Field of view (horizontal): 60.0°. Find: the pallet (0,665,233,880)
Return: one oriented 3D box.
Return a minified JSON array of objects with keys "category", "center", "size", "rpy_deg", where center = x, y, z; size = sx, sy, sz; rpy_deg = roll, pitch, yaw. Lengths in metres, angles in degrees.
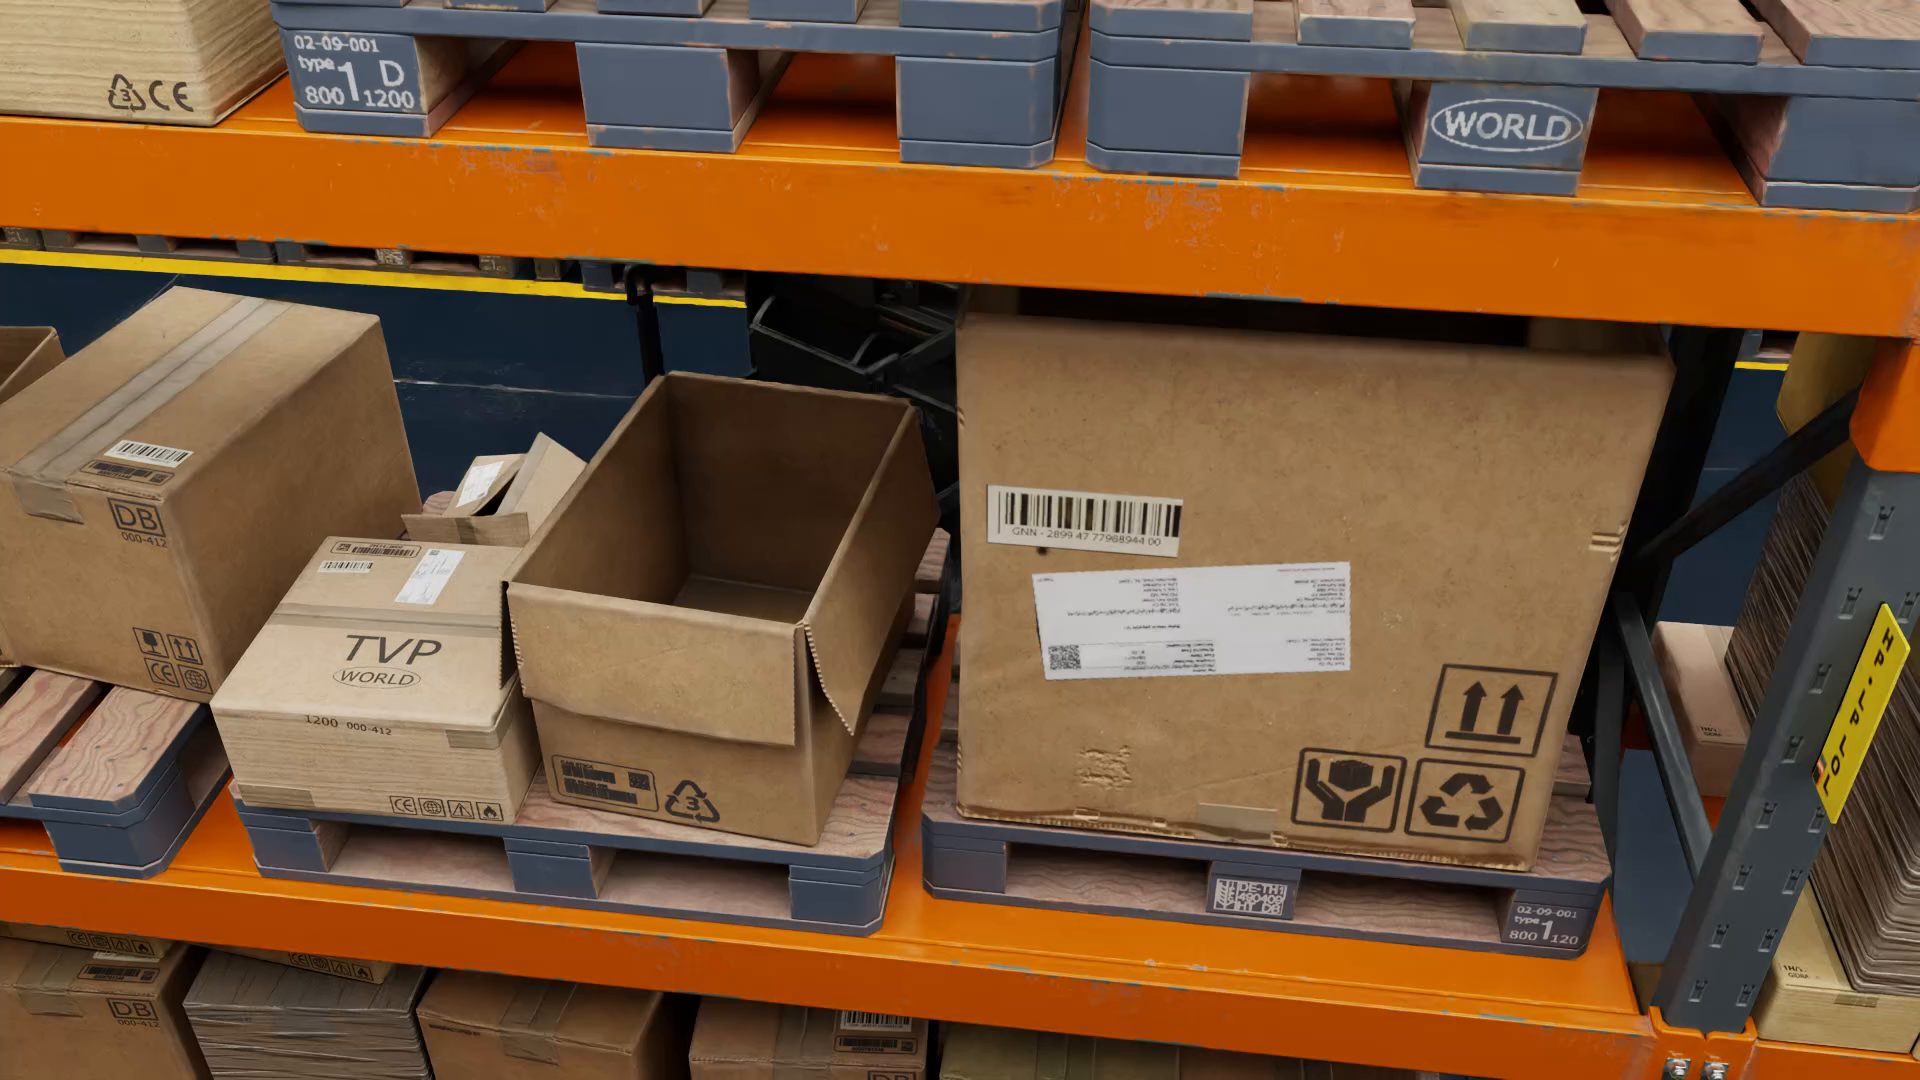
[{"category":"pallet","center":[-1.923,0.171,3.593],"size":[1.003,0.211,1.213],"rpy_deg":[4,36,6]}]

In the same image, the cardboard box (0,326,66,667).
[{"category":"cardboard box","center":[-2.103,-0.093,3.350],"size":[0.500,0.500,0.500],"rpy_deg":[0,36,0]}]

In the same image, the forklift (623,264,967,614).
[{"category":"forklift","center":[-2.104,0.716,2.723],"size":[1.990,2.935,9.407],"rpy_deg":[25,43,31]}]

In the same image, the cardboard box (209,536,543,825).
[{"category":"cardboard box","center":[-1.011,0.249,3.087],"size":[0.500,0.250,0.500],"rpy_deg":[3,36,5]}]

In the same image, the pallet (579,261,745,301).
[{"category":"pallet","center":[-1.139,-1.512,8.186],"size":[1.213,0.211,1.003],"rpy_deg":[4,36,6]}]

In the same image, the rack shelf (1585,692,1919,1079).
[{"category":"rack shelf","center":[3.307,0.839,3.112],"size":[4.000,0.370,1.077],"rpy_deg":[4,36,6]}]

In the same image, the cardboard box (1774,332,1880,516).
[{"category":"cardboard box","center":[1.805,-0.296,2.880],"size":[0.500,0.500,0.500],"rpy_deg":[4,36,6]}]

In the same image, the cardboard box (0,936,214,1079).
[{"category":"cardboard box","center":[-1.977,0.978,4.070],"size":[0.500,0.500,0.700],"rpy_deg":[2,36,3]}]

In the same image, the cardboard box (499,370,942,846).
[{"category":"cardboard box","center":[-0.407,0.110,3.063],"size":[0.637,0.503,0.797],"rpy_deg":[8,36,11]}]

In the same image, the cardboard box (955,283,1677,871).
[{"category":"cardboard box","center":[0.554,-0.157,3.009],"size":[1.000,1.000,1.000],"rpy_deg":[4,36,6]}]

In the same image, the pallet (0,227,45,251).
[{"category":"pallet","center":[-5.107,-1.853,8.664],"size":[1.213,0.211,1.003],"rpy_deg":[4,36,6]}]

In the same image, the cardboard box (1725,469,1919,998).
[{"category":"cardboard box","center":[1.762,0.305,2.898],"size":[0.500,0.500,0.875],"rpy_deg":[4,36,6]}]

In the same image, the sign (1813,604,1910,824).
[{"category":"sign","center":[1.257,0.247,2.326],"size":[0.005,0.325,0.100],"rpy_deg":[4,36,6]}]

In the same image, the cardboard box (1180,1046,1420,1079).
[{"category":"cardboard box","center":[0.717,1.178,3.790],"size":[0.500,0.500,0.700],"rpy_deg":[2,36,2]}]

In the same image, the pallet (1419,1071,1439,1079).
[{"category":"pallet","center":[0.551,1.476,4.000],"size":[1.213,0.211,1.003],"rpy_deg":[4,36,6]}]

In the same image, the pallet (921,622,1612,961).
[{"category":"pallet","center":[0.584,0.336,3.363],"size":[1.213,0.211,1.003],"rpy_deg":[4,36,6]}]

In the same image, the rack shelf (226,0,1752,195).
[{"category":"rack shelf","center":[-0.660,-0.787,2.578],"size":[3.809,0.052,0.919],"rpy_deg":[4,36,6]}]

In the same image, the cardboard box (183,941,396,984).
[{"category":"cardboard box","center":[-1.448,0.701,3.814],"size":[0.500,0.250,0.500],"rpy_deg":[8,36,11]}]

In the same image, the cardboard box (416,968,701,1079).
[{"category":"cardboard box","center":[-0.862,1.050,3.970],"size":[0.500,0.500,0.700],"rpy_deg":[7,36,10]}]

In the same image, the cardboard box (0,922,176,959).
[{"category":"cardboard box","center":[-1.975,0.667,3.860],"size":[0.500,0.250,0.500],"rpy_deg":[6,36,8]}]

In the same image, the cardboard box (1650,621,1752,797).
[{"category":"cardboard box","center":[1.574,0.347,3.398],"size":[0.250,0.149,0.380],"rpy_deg":[4,36,6]}]

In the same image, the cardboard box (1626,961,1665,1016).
[{"category":"cardboard box","center":[1.715,1.297,3.641],"size":[0.500,0.500,0.500],"rpy_deg":[3,36,5]}]

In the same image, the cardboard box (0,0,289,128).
[{"category":"cardboard box","center":[-1.190,-0.806,2.344],"size":[0.500,0.250,0.500],"rpy_deg":[5,36,7]}]

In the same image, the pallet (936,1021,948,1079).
[{"category":"pallet","center":[-0.662,1.387,4.124],"size":[1.213,0.211,1.003],"rpy_deg":[4,36,6]}]

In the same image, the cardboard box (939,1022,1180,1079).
[{"category":"cardboard box","center":[0.247,1.132,3.854],"size":[0.500,0.500,0.700],"rpy_deg":[4,36,6]}]

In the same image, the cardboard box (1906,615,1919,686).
[{"category":"cardboard box","center":[1.738,0.009,2.453],"size":[0.500,0.500,0.500],"rpy_deg":[4,36,6]}]

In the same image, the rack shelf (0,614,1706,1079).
[{"category":"rack shelf","center":[-0.660,0.543,3.527],"size":[4.000,0.370,1.077],"rpy_deg":[4,36,6]}]

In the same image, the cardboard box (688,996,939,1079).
[{"category":"cardboard box","center":[-0.308,1.091,3.912],"size":[0.500,0.500,0.700],"rpy_deg":[1,36,2]}]

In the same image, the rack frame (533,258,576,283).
[{"category":"rack frame","center":[-1.912,-2.748,7.519],"size":[0.127,3.000,1.000],"rpy_deg":[4,36,6]}]

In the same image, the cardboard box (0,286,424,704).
[{"category":"cardboard box","center":[-1.537,-0.109,3.373],"size":[0.500,0.500,0.700],"rpy_deg":[9,37,13]}]

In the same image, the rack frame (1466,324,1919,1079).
[{"category":"rack frame","center":[1.324,0.398,3.110],"size":[0.127,3.000,1.000],"rpy_deg":[4,36,6]}]

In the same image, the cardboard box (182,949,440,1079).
[{"category":"cardboard box","center":[-1.425,1.012,4.023],"size":[0.500,0.500,0.700],"rpy_deg":[1,36,2]}]

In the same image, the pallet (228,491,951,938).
[{"category":"pallet","center":[-0.675,0.303,3.409],"size":[1.213,0.211,1.003],"rpy_deg":[4,36,6]}]

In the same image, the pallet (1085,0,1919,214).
[{"category":"pallet","center":[0.725,-0.854,2.444],"size":[1.003,0.211,1.213],"rpy_deg":[4,36,6]}]

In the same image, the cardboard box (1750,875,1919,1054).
[{"category":"cardboard box","center":[1.499,0.689,2.918],"size":[0.250,0.149,0.380],"rpy_deg":[4,36,6]}]

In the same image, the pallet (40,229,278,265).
[{"category":"pallet","center":[-3.893,-1.764,8.540],"size":[1.213,0.211,1.003],"rpy_deg":[4,36,6]}]
